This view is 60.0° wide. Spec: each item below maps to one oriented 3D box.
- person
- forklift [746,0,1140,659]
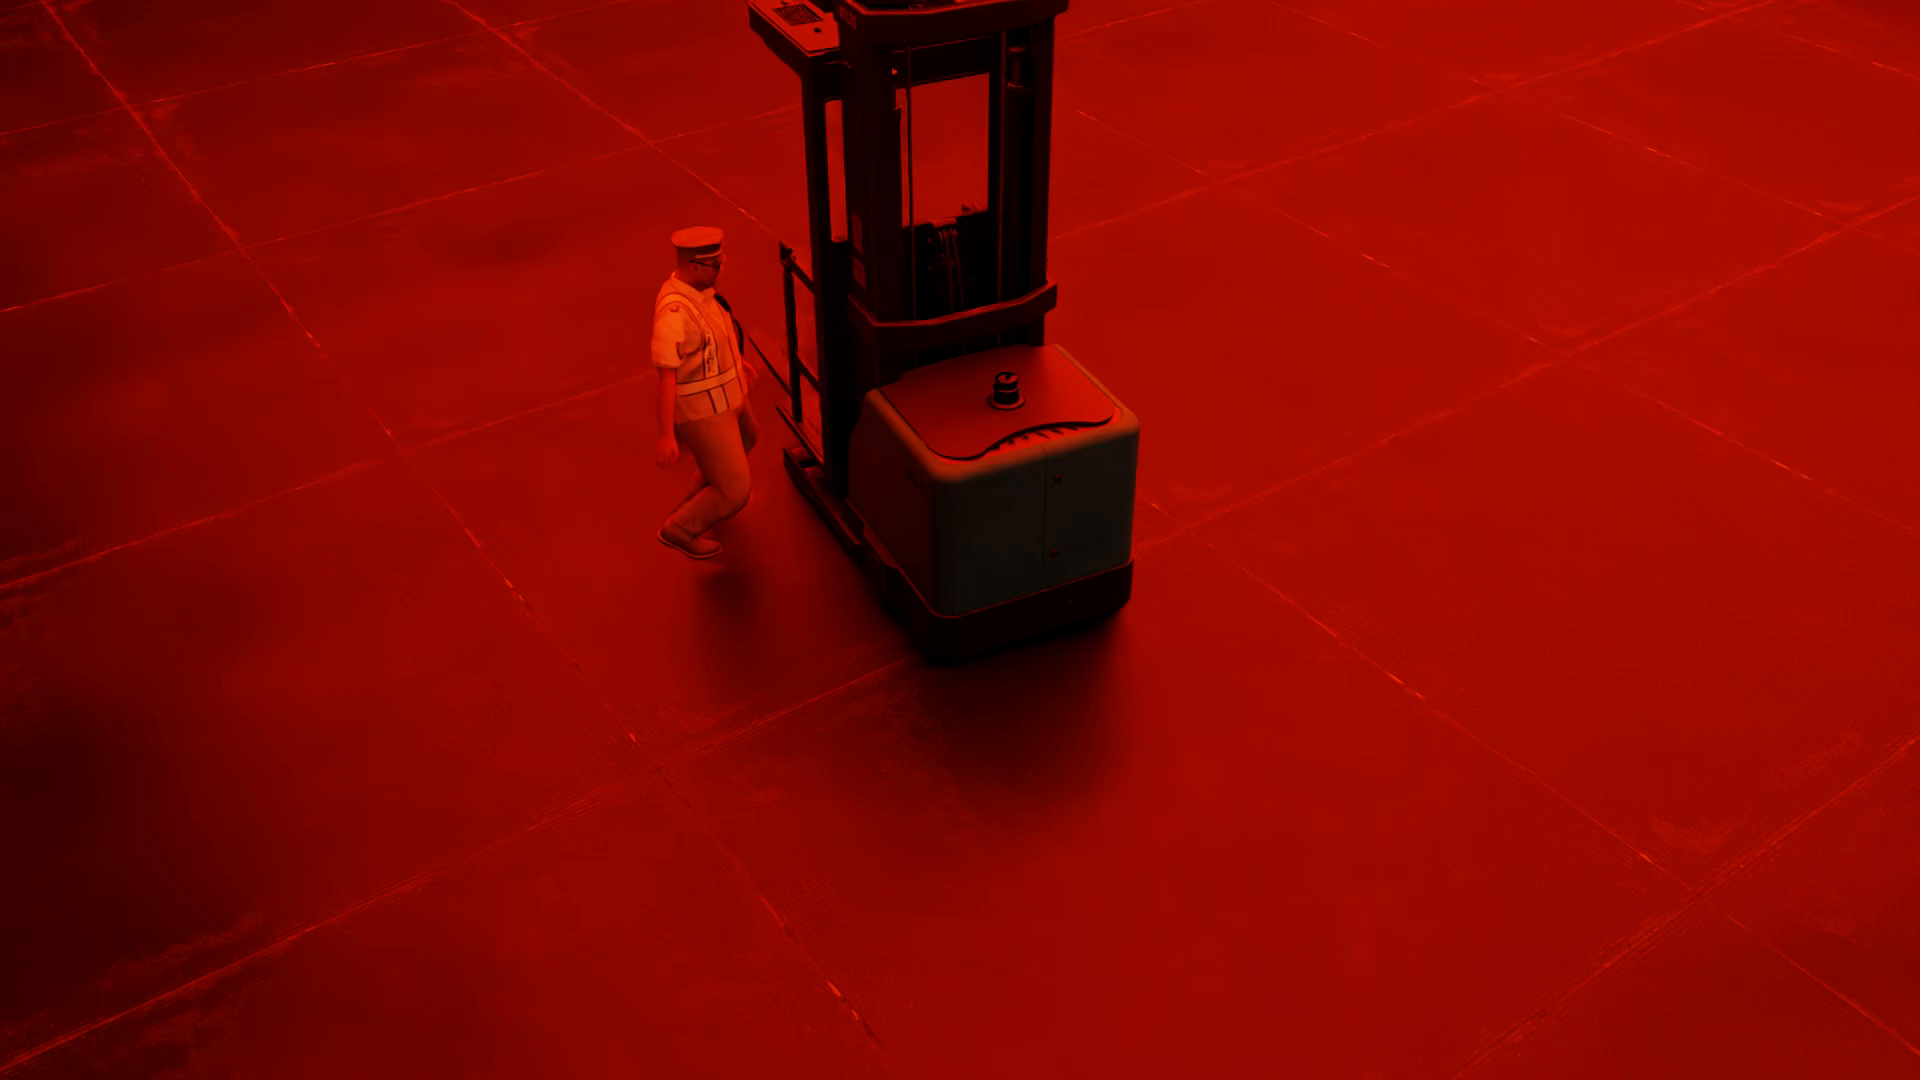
[{"bbox_3d":[-1.212,-0.672,7.942,0.517,1.663,0.921,6,37,8],"label":"person"},{"bbox_3d":[-0.284,-1.505,7.980,1.130,2.935,3.031,-16,39,-21],"label":"forklift"}]
